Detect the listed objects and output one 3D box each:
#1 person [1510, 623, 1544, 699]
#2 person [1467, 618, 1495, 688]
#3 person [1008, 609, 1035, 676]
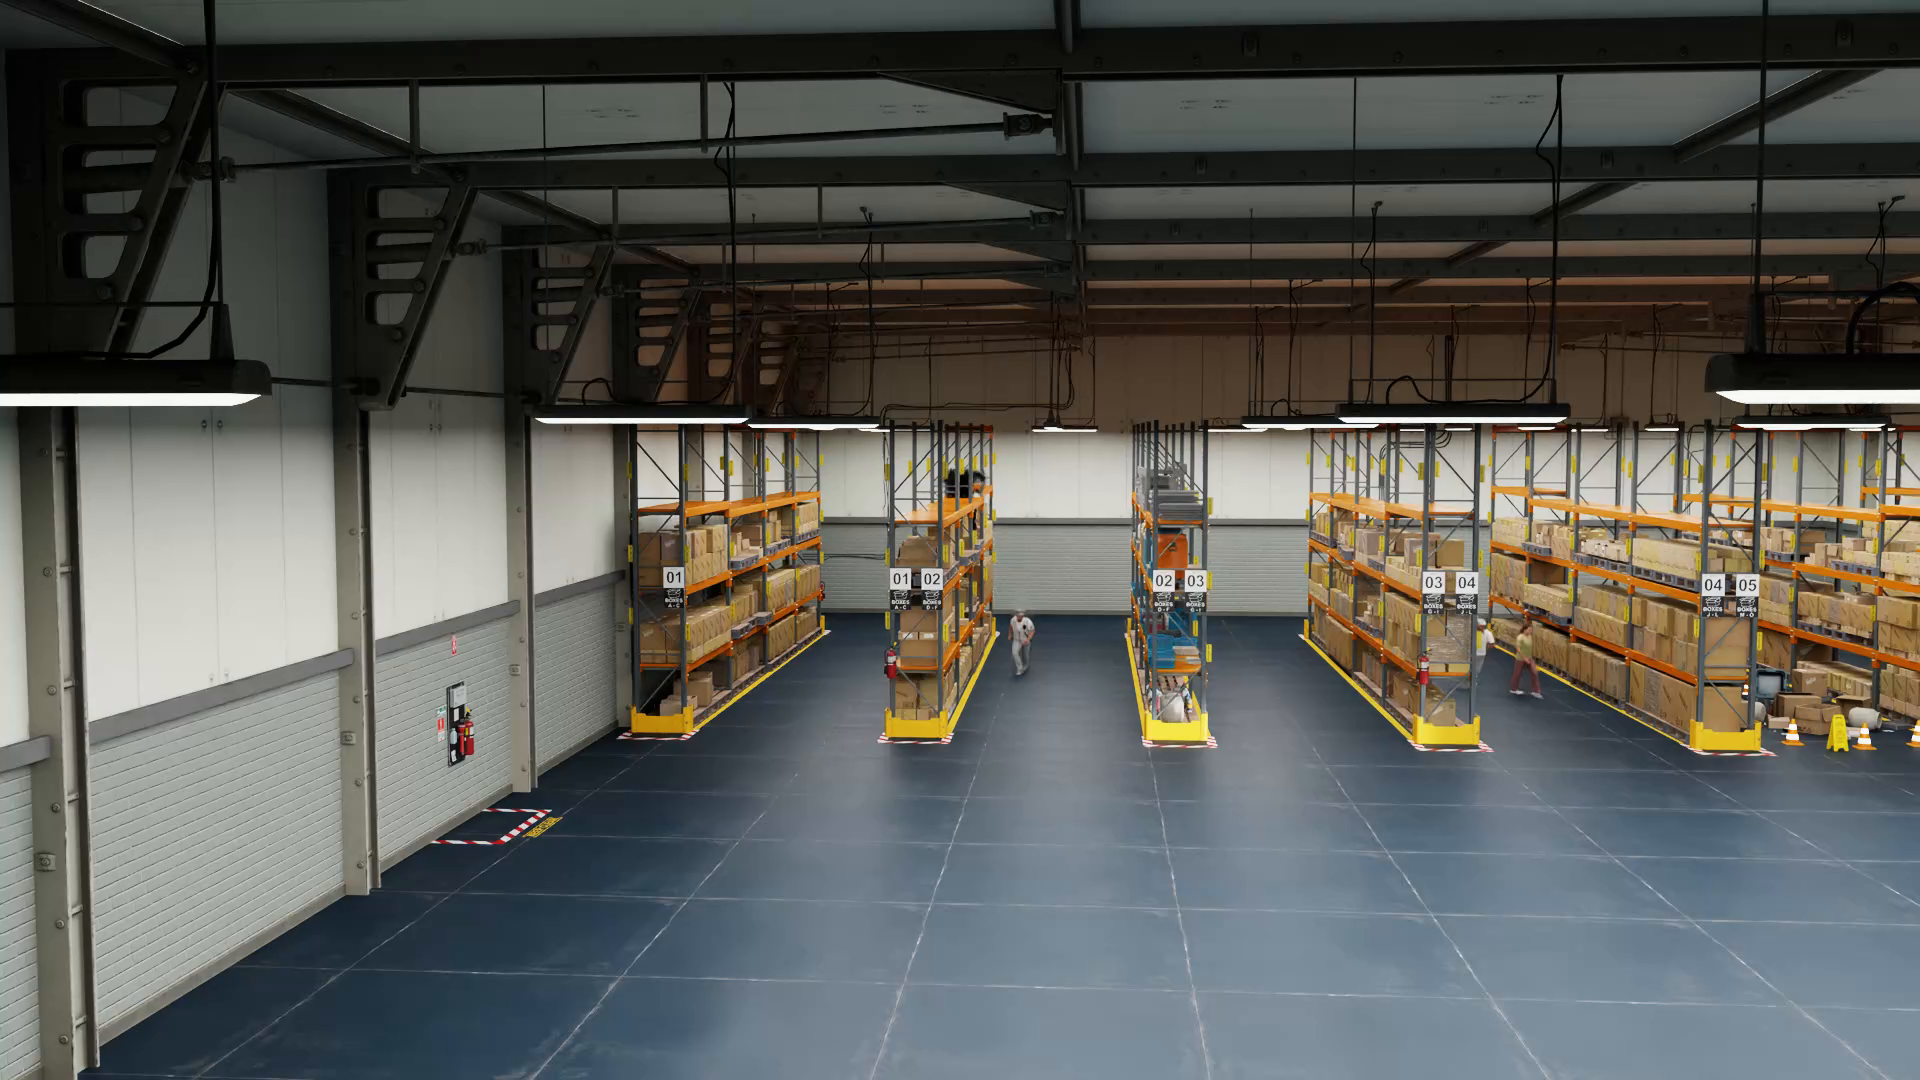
[{"bbox_3d":[12.327,2.635,36.346,0.545,1.704,0.818,-1,4,-18],"label":"person"},{"bbox_3d":[11.545,2.539,37.149,0.711,1.624,0.971,0,4,1],"label":"person"},{"bbox_3d":[1.499,2.404,39.714,0.683,1.588,1.084,1,4,16],"label":"person"}]
